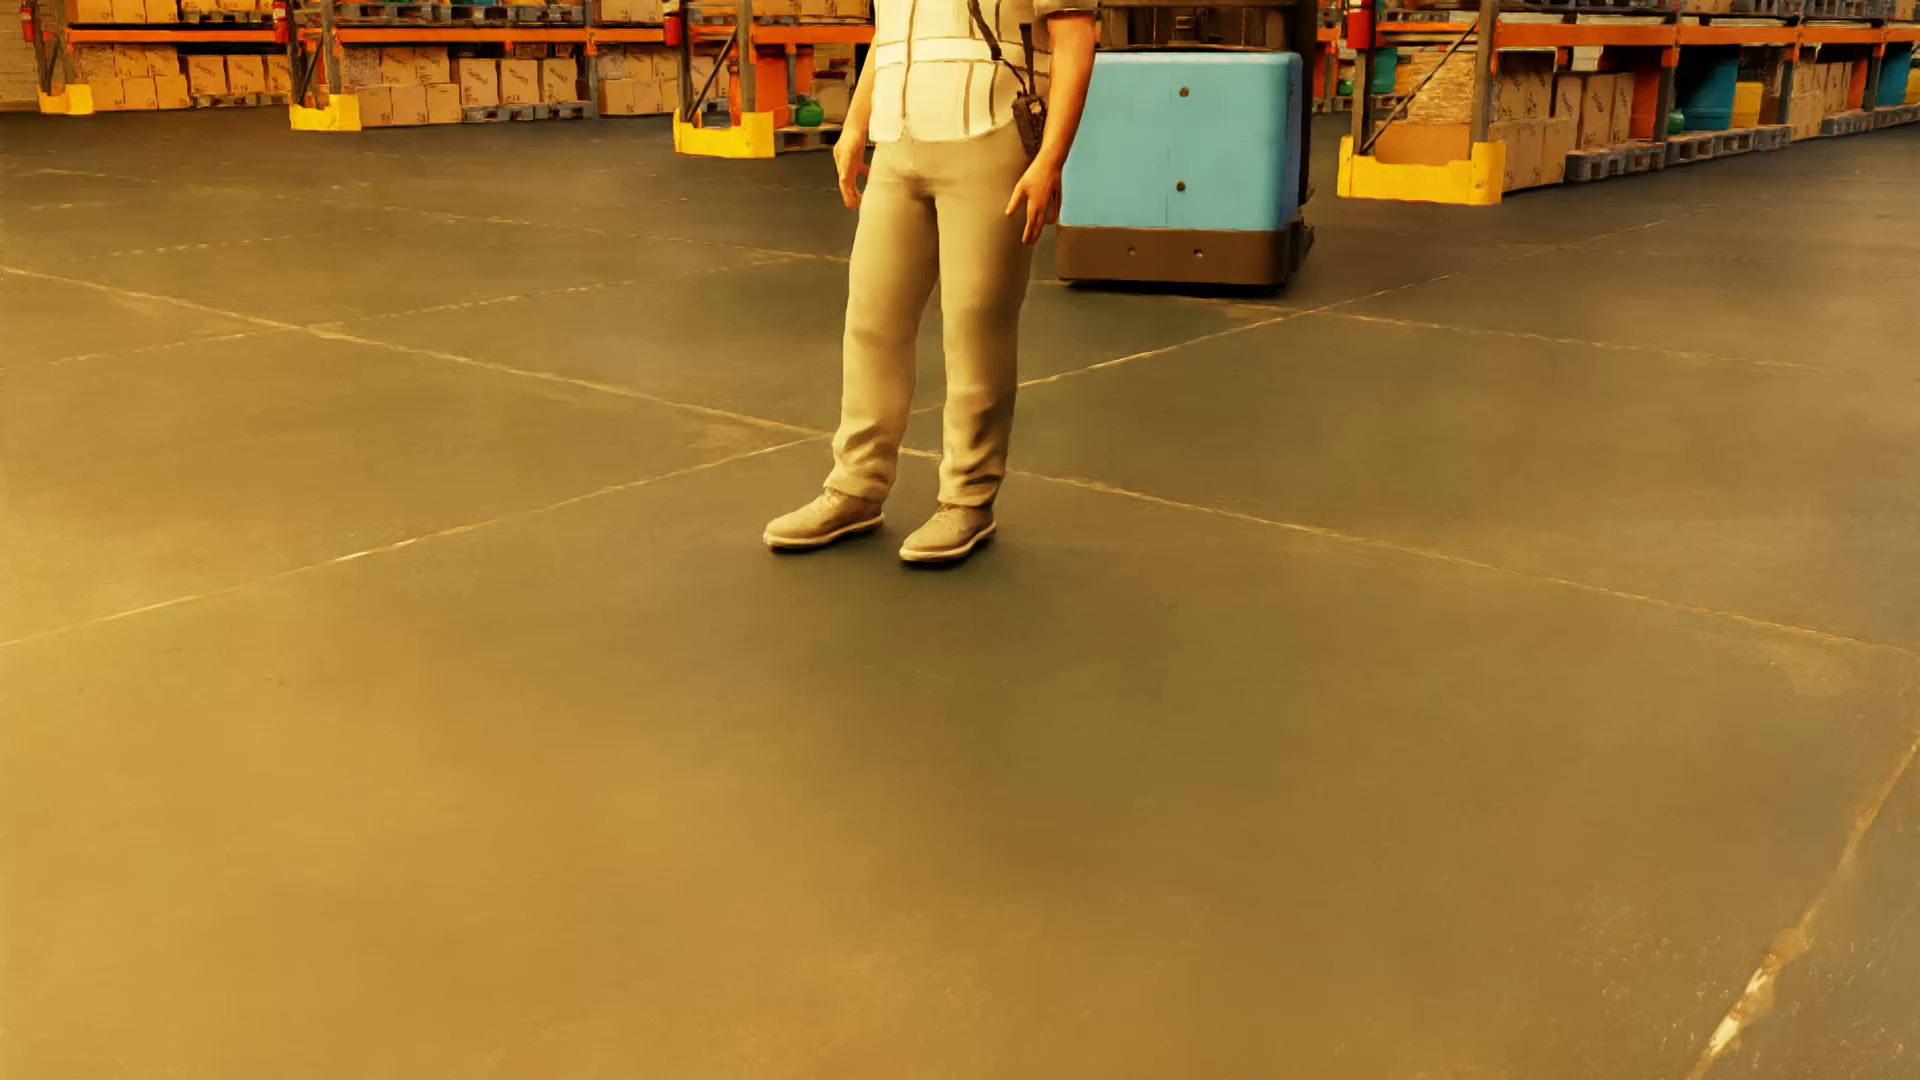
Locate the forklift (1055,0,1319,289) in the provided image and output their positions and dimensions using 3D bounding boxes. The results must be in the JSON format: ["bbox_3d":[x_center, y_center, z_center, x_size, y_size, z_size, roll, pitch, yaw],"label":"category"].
[{"bbox_3d":[1.320,-2.937,8.570,1.130,2.935,3.031,4,17,14],"label":"forklift"}]

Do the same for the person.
[{"bbox_3d":[-0.059,-0.845,3.631,0.640,1.781,0.574,13,21,37],"label":"person"}]
